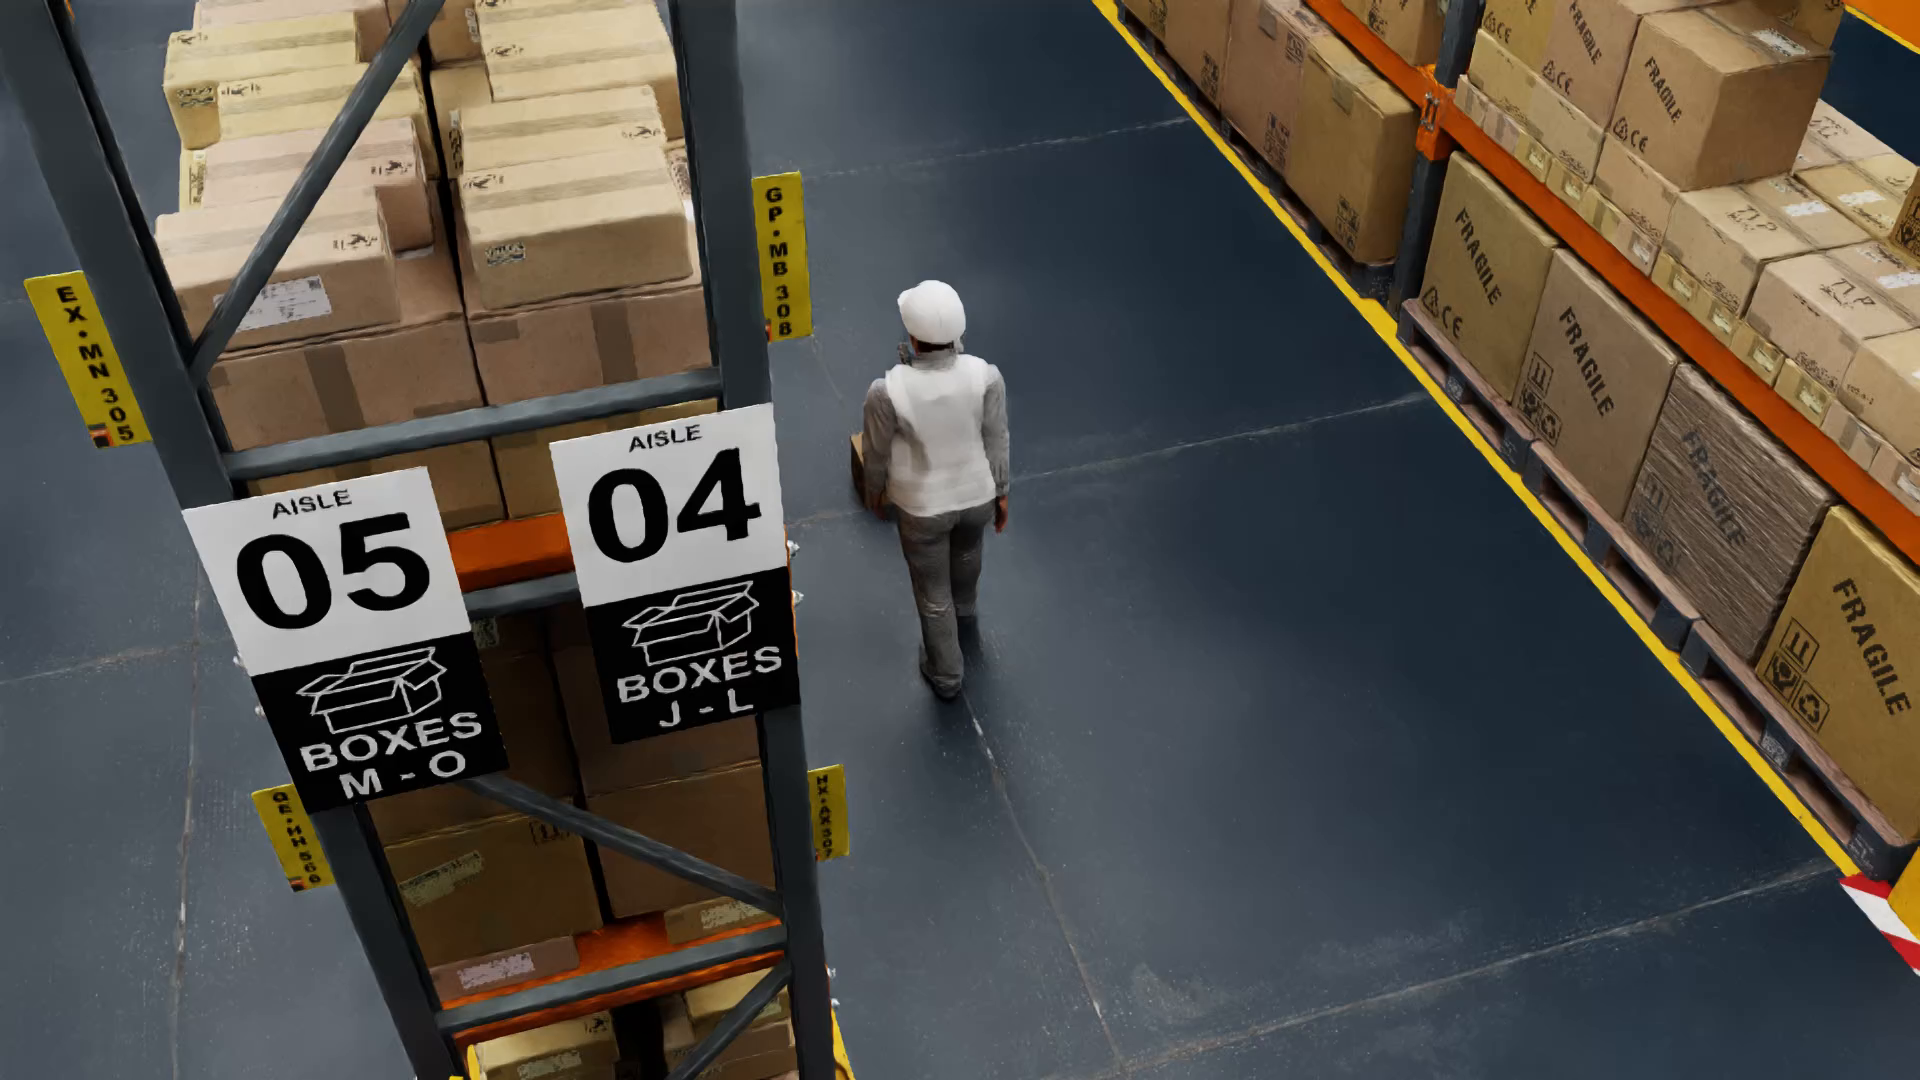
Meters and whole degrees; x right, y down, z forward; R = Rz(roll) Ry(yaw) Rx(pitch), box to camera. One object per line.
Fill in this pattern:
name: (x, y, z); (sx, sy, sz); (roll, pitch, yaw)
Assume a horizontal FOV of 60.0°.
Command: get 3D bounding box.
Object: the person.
person: (-0.118, -0.234, 6.384); (0.537, 1.757, 0.727); (-13, 44, -14)
